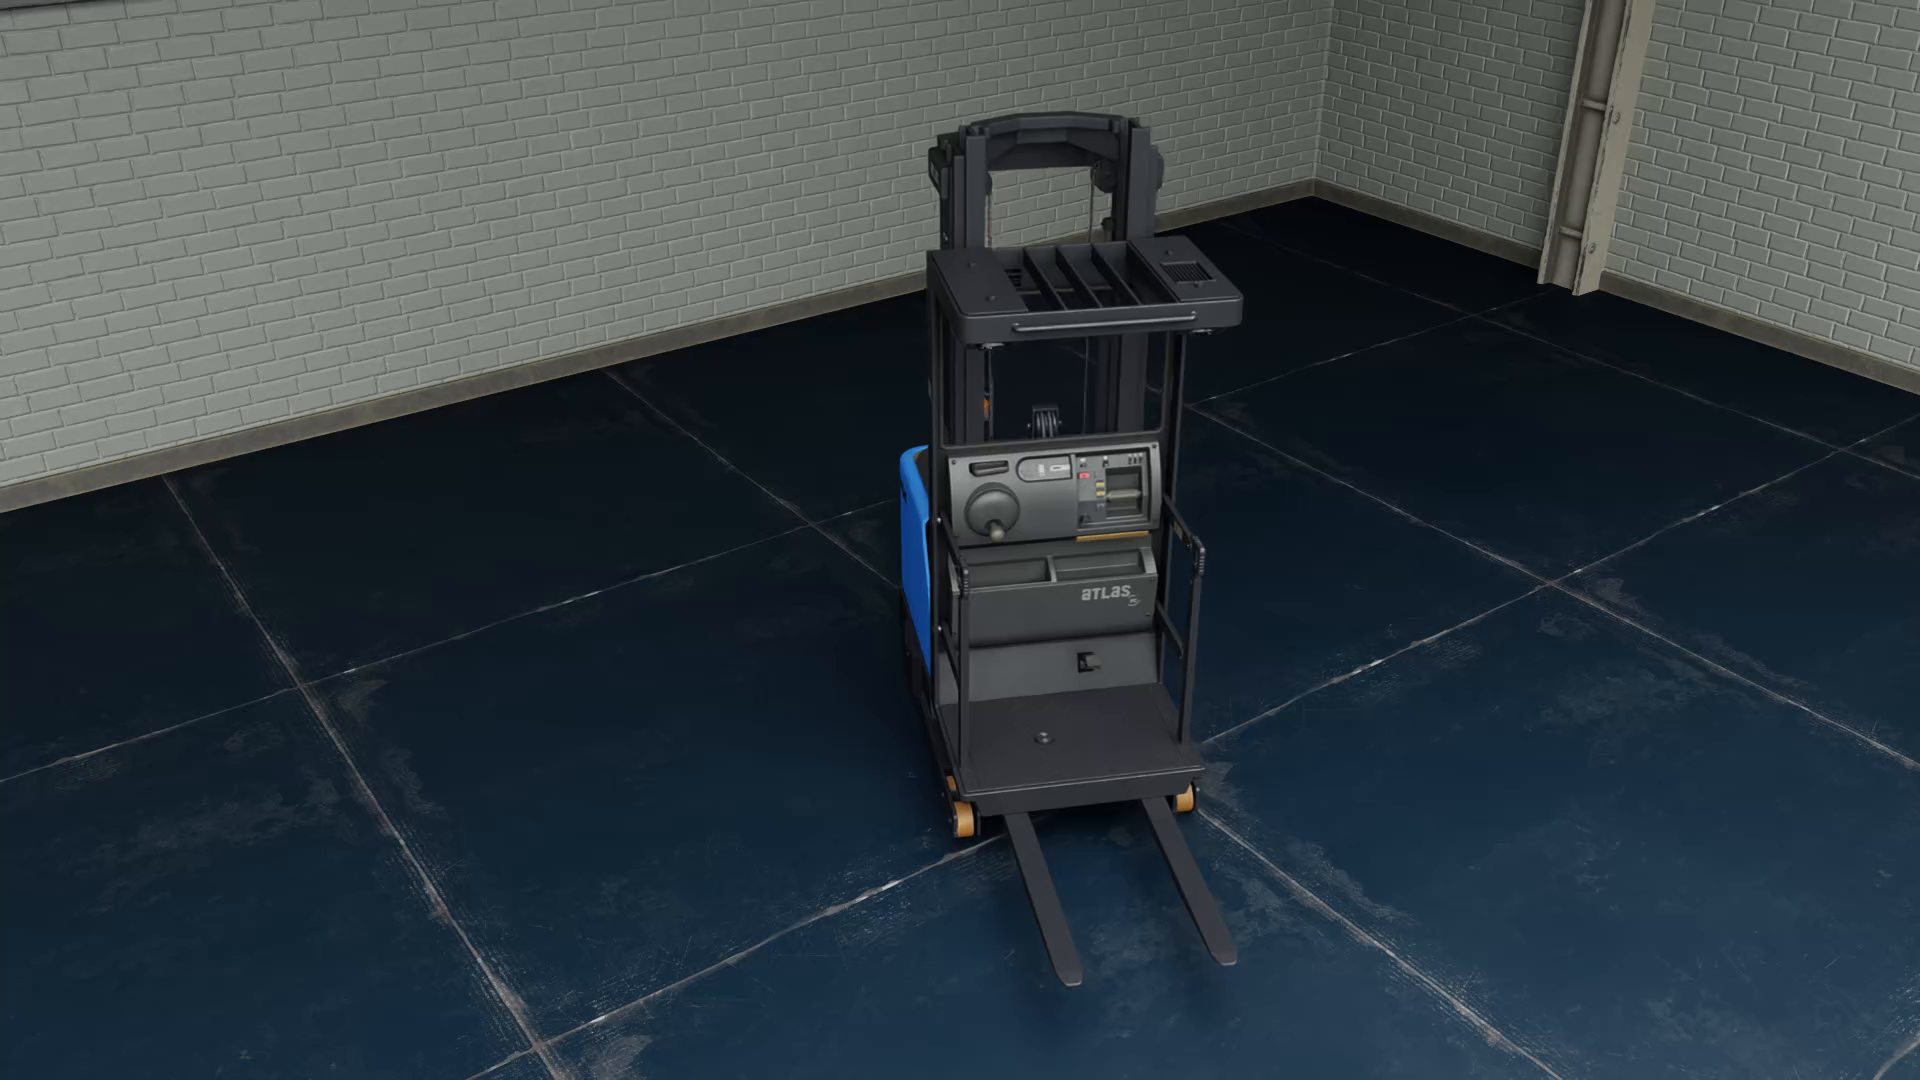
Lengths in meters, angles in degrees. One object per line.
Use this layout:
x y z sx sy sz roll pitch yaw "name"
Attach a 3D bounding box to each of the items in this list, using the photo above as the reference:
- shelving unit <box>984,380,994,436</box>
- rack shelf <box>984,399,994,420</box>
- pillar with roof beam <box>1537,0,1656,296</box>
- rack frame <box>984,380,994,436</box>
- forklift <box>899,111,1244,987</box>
0.031 -0.441 9.461 0.215 1.050 0.252 -19 34 -31 "shelving unit"
0.031 -0.681 9.331 0.215 0.259 0.240 -19 34 -31 "rack shelf"
1.460 -4.842 9.237 9.100 9.000 0.400 -19 34 -31 "pillar with roof beam"
0.102 -0.393 9.374 0.200 1.050 0.008 -19 34 -31 "rack frame"
0.453 -0.165 6.982 1.130 2.935 3.031 -5 29 -9 "forklift"
